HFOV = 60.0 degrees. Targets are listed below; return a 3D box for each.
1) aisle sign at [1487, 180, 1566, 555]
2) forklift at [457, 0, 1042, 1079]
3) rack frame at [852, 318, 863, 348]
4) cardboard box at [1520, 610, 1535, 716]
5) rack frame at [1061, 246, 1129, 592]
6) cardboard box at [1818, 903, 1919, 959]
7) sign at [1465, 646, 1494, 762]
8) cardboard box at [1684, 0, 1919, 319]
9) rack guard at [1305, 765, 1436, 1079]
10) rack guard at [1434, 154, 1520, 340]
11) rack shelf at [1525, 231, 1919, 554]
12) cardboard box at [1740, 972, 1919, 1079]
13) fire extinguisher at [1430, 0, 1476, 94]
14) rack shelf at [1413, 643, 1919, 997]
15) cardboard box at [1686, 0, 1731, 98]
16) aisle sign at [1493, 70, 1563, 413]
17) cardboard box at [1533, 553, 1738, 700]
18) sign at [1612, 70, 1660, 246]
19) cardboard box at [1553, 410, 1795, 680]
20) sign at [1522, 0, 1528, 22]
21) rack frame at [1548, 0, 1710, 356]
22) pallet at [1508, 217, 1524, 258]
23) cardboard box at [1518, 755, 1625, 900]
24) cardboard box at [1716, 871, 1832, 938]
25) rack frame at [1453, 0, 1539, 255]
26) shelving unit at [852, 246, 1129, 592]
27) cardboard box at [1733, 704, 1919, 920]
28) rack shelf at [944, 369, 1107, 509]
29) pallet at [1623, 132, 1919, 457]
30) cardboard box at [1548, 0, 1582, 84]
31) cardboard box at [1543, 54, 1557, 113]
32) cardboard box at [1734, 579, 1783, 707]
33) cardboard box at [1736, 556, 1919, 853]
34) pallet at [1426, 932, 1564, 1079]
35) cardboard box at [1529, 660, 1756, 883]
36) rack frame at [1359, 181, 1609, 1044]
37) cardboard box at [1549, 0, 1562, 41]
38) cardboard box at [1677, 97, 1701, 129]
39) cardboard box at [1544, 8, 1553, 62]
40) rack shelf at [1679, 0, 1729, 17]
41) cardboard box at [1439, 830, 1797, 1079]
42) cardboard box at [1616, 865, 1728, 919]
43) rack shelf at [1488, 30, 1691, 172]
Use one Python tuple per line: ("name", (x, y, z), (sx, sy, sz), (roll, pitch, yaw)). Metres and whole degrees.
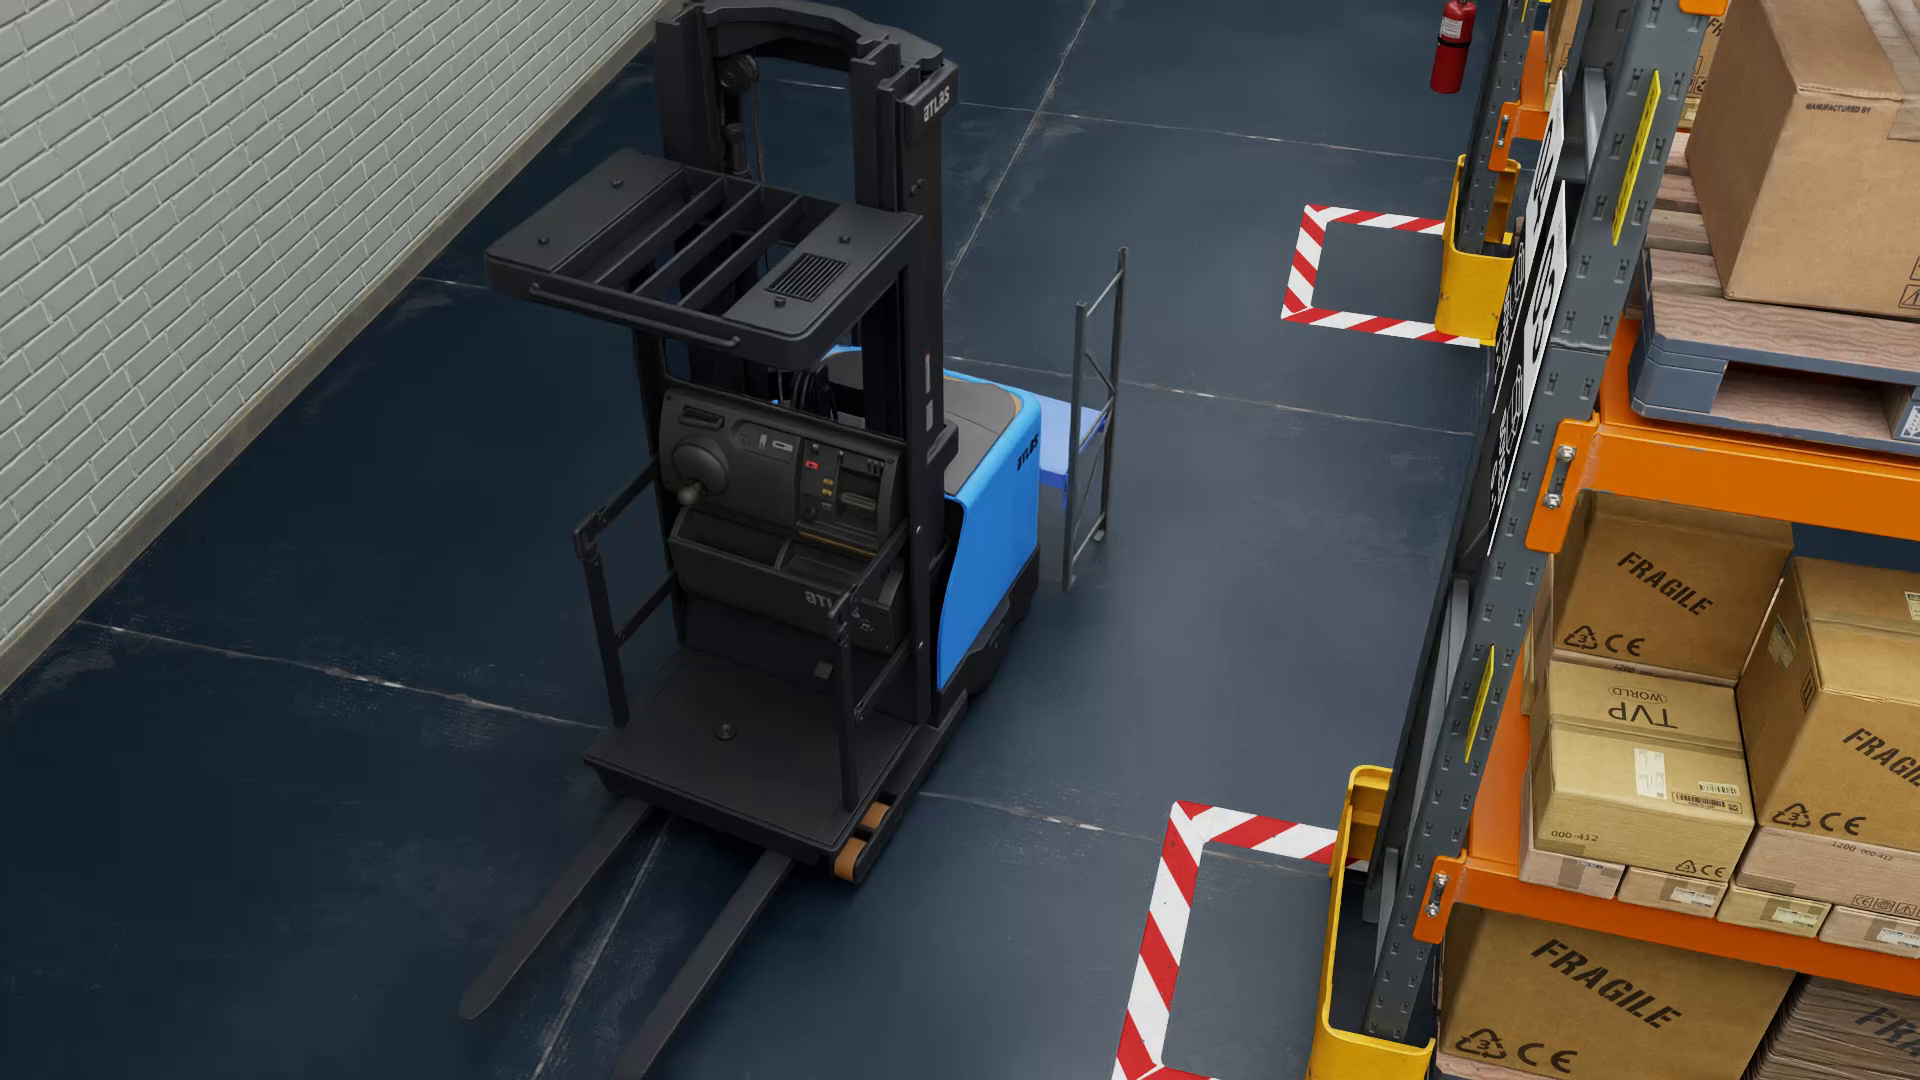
("aisle sign", (1.310, -0.388, 3.858), (0.004, 0.787, 0.394), (10, 41, 11))
("forklift", (-0.731, -0.167, 5.670), (1.130, 2.935, 3.031), (17, 43, 19))
("rack frame", (-0.342, -0.769, 7.499), (0.032, 1.500, 0.500), (17, 43, 19))
("cardboard box", (1.886, 0.384, 5.155), (0.250, 0.149, 0.380), (11, 41, 12))
("rack frame", (0.576, -0.489, 7.166), (0.032, 1.500, 0.500), (17, 43, 19))
("cardboard box", (2.463, 0.921, 4.517), (0.250, 0.149, 0.380), (9, 41, 11))
("sign", (1.308, 0.416, 4.188), (0.005, 0.325, 0.100), (10, 41, 11))
("cardboard box", (1.973, -0.899, 3.674), (0.500, 0.500, 0.700), (7, 41, 9))
("rack guard", (1.434, 1.387, 5.710), (0.348, 0.500, 1.175), (10, 41, 11))
("rack guard", (2.910, -1.661, 9.339), (0.348, 0.500, 1.175), (10, 41, 11))
("rack shelf", (3.389, -0.107, 3.772), (4.000, 0.370, 1.077), (10, 41, 11))
("cardboard box", (2.975, 1.294, 5.202), (0.875, 0.875, 0.875), (10, 41, 11))
("fire extinguisher", (2.713, -2.787, 9.086), (0.183, 0.674, 0.296), (10, 41, 11))
("rack shelf", (3.389, 1.042, 4.737), (4.000, 0.370, 1.077), (10, 41, 11))
("cardboard box", (3.723, -2.464, 8.042), (0.500, 0.500, 0.500), (10, 41, 12))
("aisle sign", (1.465, -0.760, 4.301), (0.004, 0.787, 0.394), (10, 41, 11))
("cardboard box", (1.994, 0.293, 4.954), (0.500, 0.250, 0.500), (9, 41, 11))
("sign", (1.308, -0.736, 3.221), (0.005, 0.325, 0.100), (10, 41, 11))
("cardboard box", (1.996, 0.008, 4.711), (0.500, 0.500, 0.500), (10, 41, 12))
("sign", (2.697, -2.625, 7.871), (0.005, 0.325, 0.100), (10, 41, 11))
("rack frame", (1.457, -1.864, 2.972), (0.127, 3.000, 1.000), (10, 41, 11))
("pallet", (3.686, -1.394, 9.245), (1.213, 0.211, 1.003), (10, 41, 11))
("cardboard box", (1.715, 0.794, 4.668), (0.250, 0.149, 0.380), (10, 41, 12))
("cardboard box", (2.210, 0.878, 4.568), (0.250, 0.149, 0.380), (9, 41, 10))
("rack frame", (2.837, -2.631, 8.550), (0.127, 3.000, 1.000), (10, 41, 11))
("shelving unit", (0.117, -0.629, 7.333), (1.048, 1.500, 0.538), (17, 43, 19))
("cardboard box", (2.355, 0.707, 4.461), (0.500, 0.250, 0.500), (9, 41, 11))
("rack shelf", (0.117, -0.491, 7.448), (1.000, 0.185, 0.538), (17, 43, 19))
("pallet", (2.176, -0.564, 3.826), (1.213, 0.211, 1.003), (10, 41, 11))
("cardboard box", (3.199, -2.537, 8.129), (0.500, 0.500, 0.500), (12, 41, 13))
("cardboard box", (3.065, -2.277, 8.325), (0.250, 0.149, 0.380), (9, 41, 11))
("cardboard box", (2.484, 0.378, 4.853), (0.500, 0.250, 0.500), (9, 41, 11))
("cardboard box", (2.334, 0.421, 4.219), (0.500, 0.500, 0.500), (9, 41, 10))
("pallet", (2.250, 1.586, 5.698), (1.213, 0.211, 1.003), (10, 41, 11))
("cardboard box", (1.851, 0.625, 4.559), (0.500, 0.250, 0.500), (9, 41, 10))
("rack frame", (1.457, 0.434, 4.901), (0.127, 3.000, 1.000), (10, 41, 11))
("cardboard box", (3.338, -2.868, 8.524), (0.500, 0.500, 0.500), (11, 41, 12))
("cardboard box", (3.568, -2.183, 8.212), (0.250, 0.149, 0.380), (9, 41, 10))
("cardboard box", (3.225, -2.656, 8.776), (0.250, 0.149, 0.380), (10, 41, 11))
("rack shelf", (3.389, -1.103, 2.936), (4.000, 0.370, 1.077), (10, 41, 11))
("cardboard box", (2.096, 1.143, 5.382), (0.875, 0.875, 0.875), (10, 41, 11))
("cardboard box", (1.963, 0.836, 4.618), (0.250, 0.149, 0.380), (9, 41, 11))
("rack shelf", (4.769, -2.023, 8.386), (4.000, 0.370, 1.077), (10, 41, 11))
